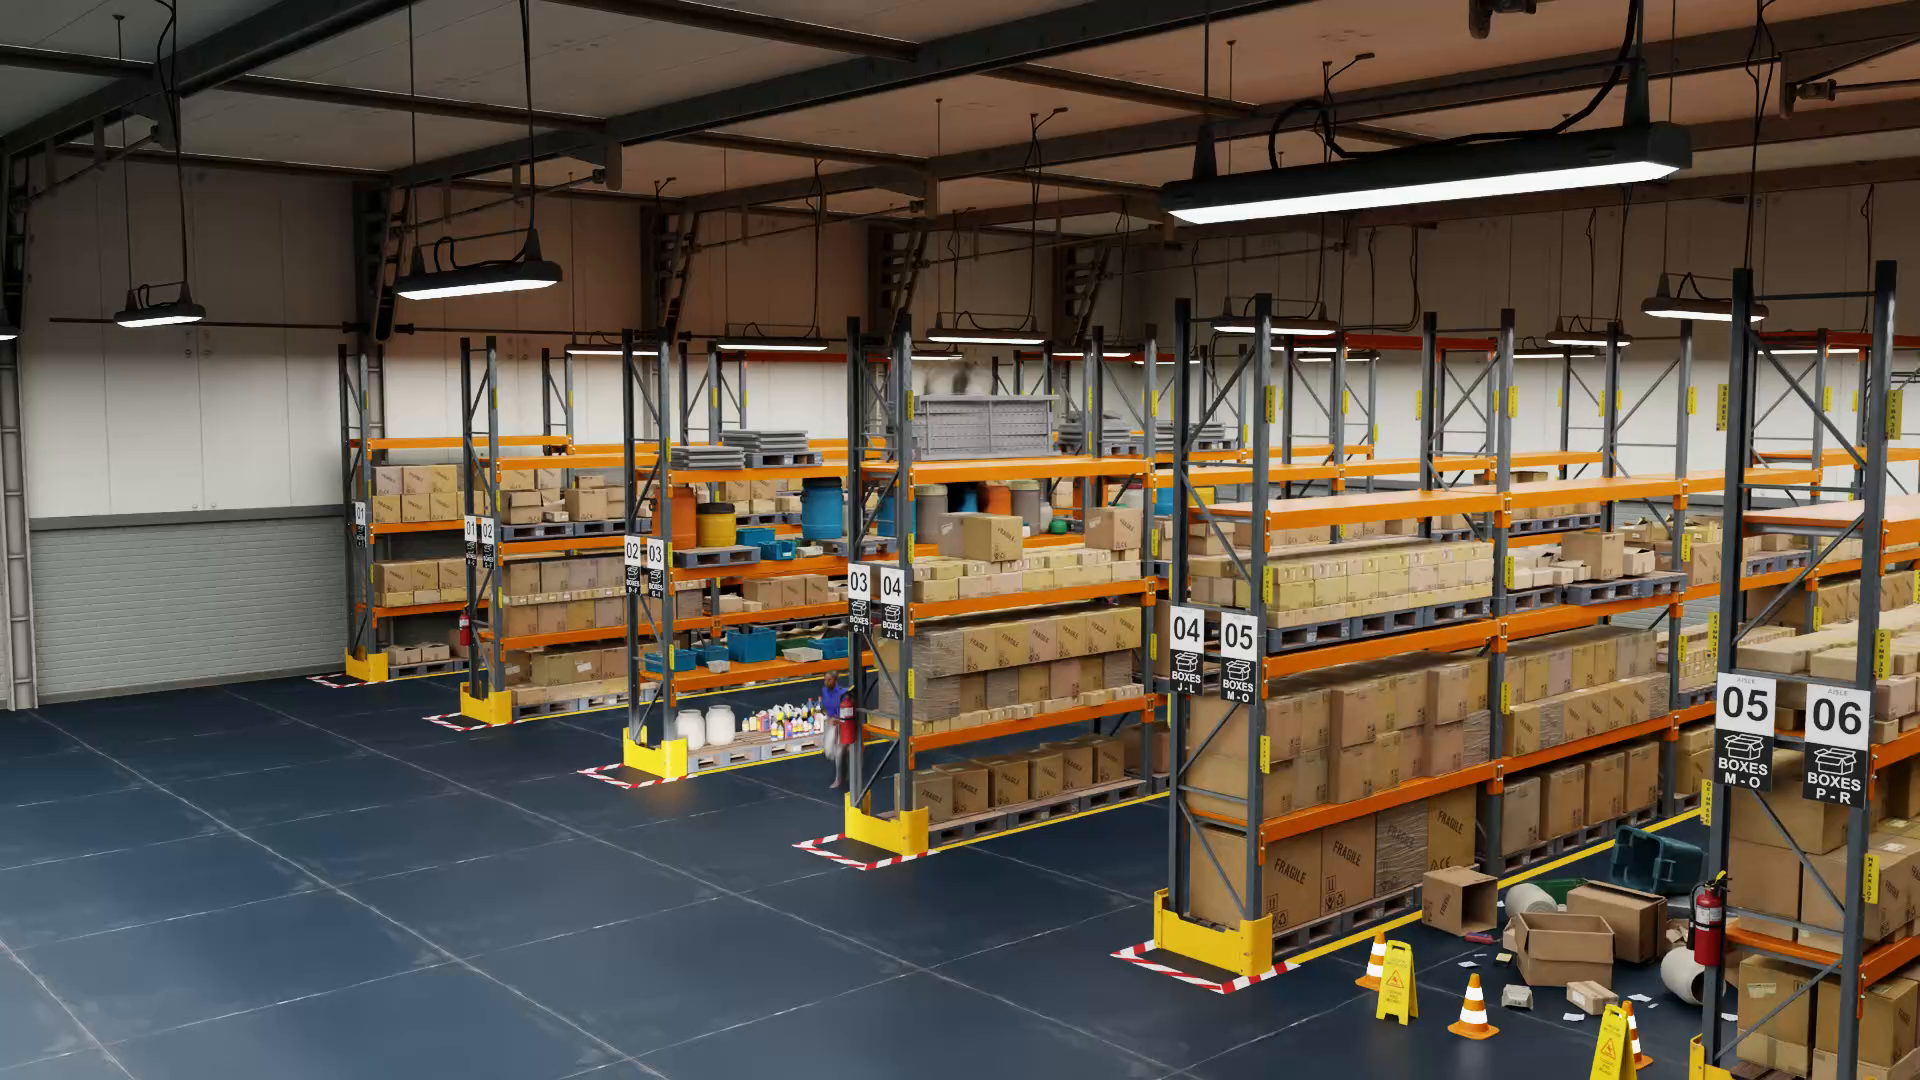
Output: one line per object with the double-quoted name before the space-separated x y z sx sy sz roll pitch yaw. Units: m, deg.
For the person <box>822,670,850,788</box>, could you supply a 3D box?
"person" -1.584 2.456 21.701 0.563 1.587 0.696 2 6 25
